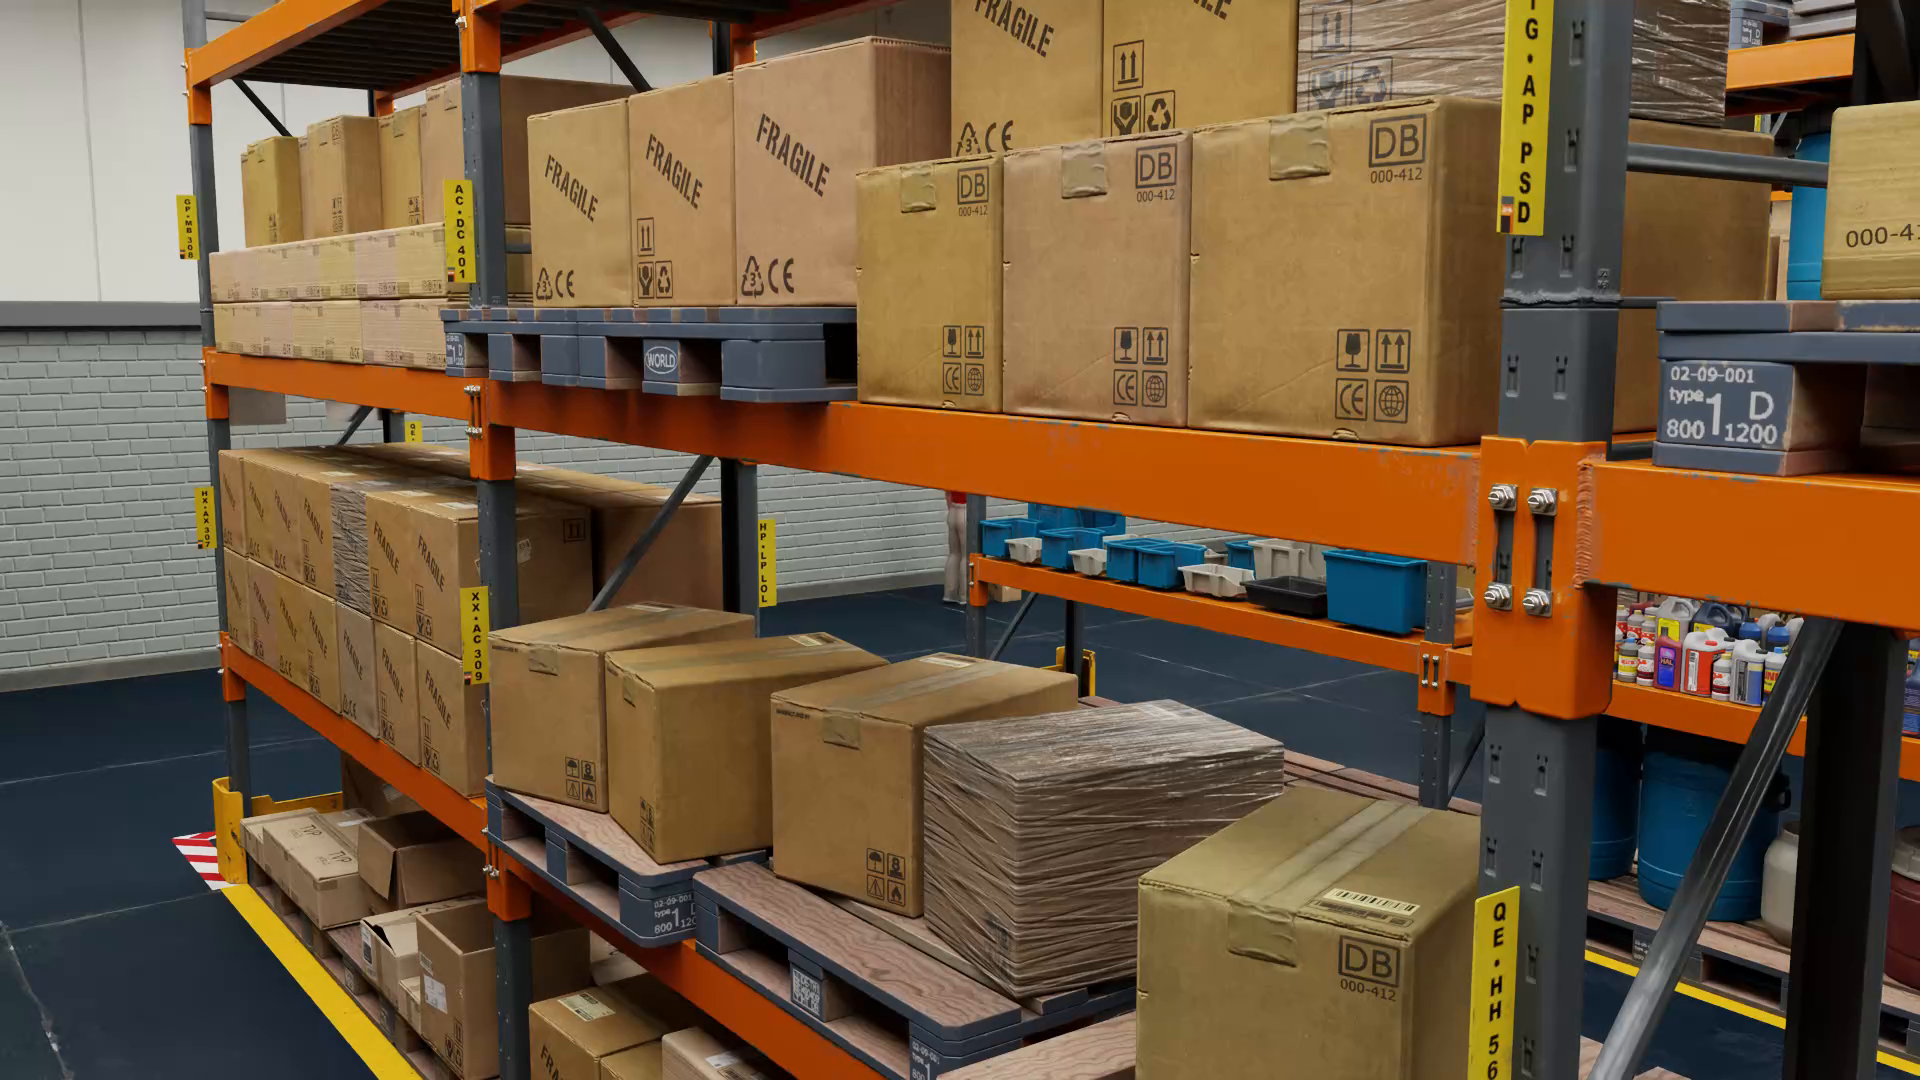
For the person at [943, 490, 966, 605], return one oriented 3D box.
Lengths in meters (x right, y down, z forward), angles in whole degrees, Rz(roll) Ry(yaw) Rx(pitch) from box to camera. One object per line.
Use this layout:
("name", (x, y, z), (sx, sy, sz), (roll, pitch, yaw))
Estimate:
("person", (0.070, -0.181, 17.235), (0.369, 1.748, 0.544), (-5, 9, -34))
